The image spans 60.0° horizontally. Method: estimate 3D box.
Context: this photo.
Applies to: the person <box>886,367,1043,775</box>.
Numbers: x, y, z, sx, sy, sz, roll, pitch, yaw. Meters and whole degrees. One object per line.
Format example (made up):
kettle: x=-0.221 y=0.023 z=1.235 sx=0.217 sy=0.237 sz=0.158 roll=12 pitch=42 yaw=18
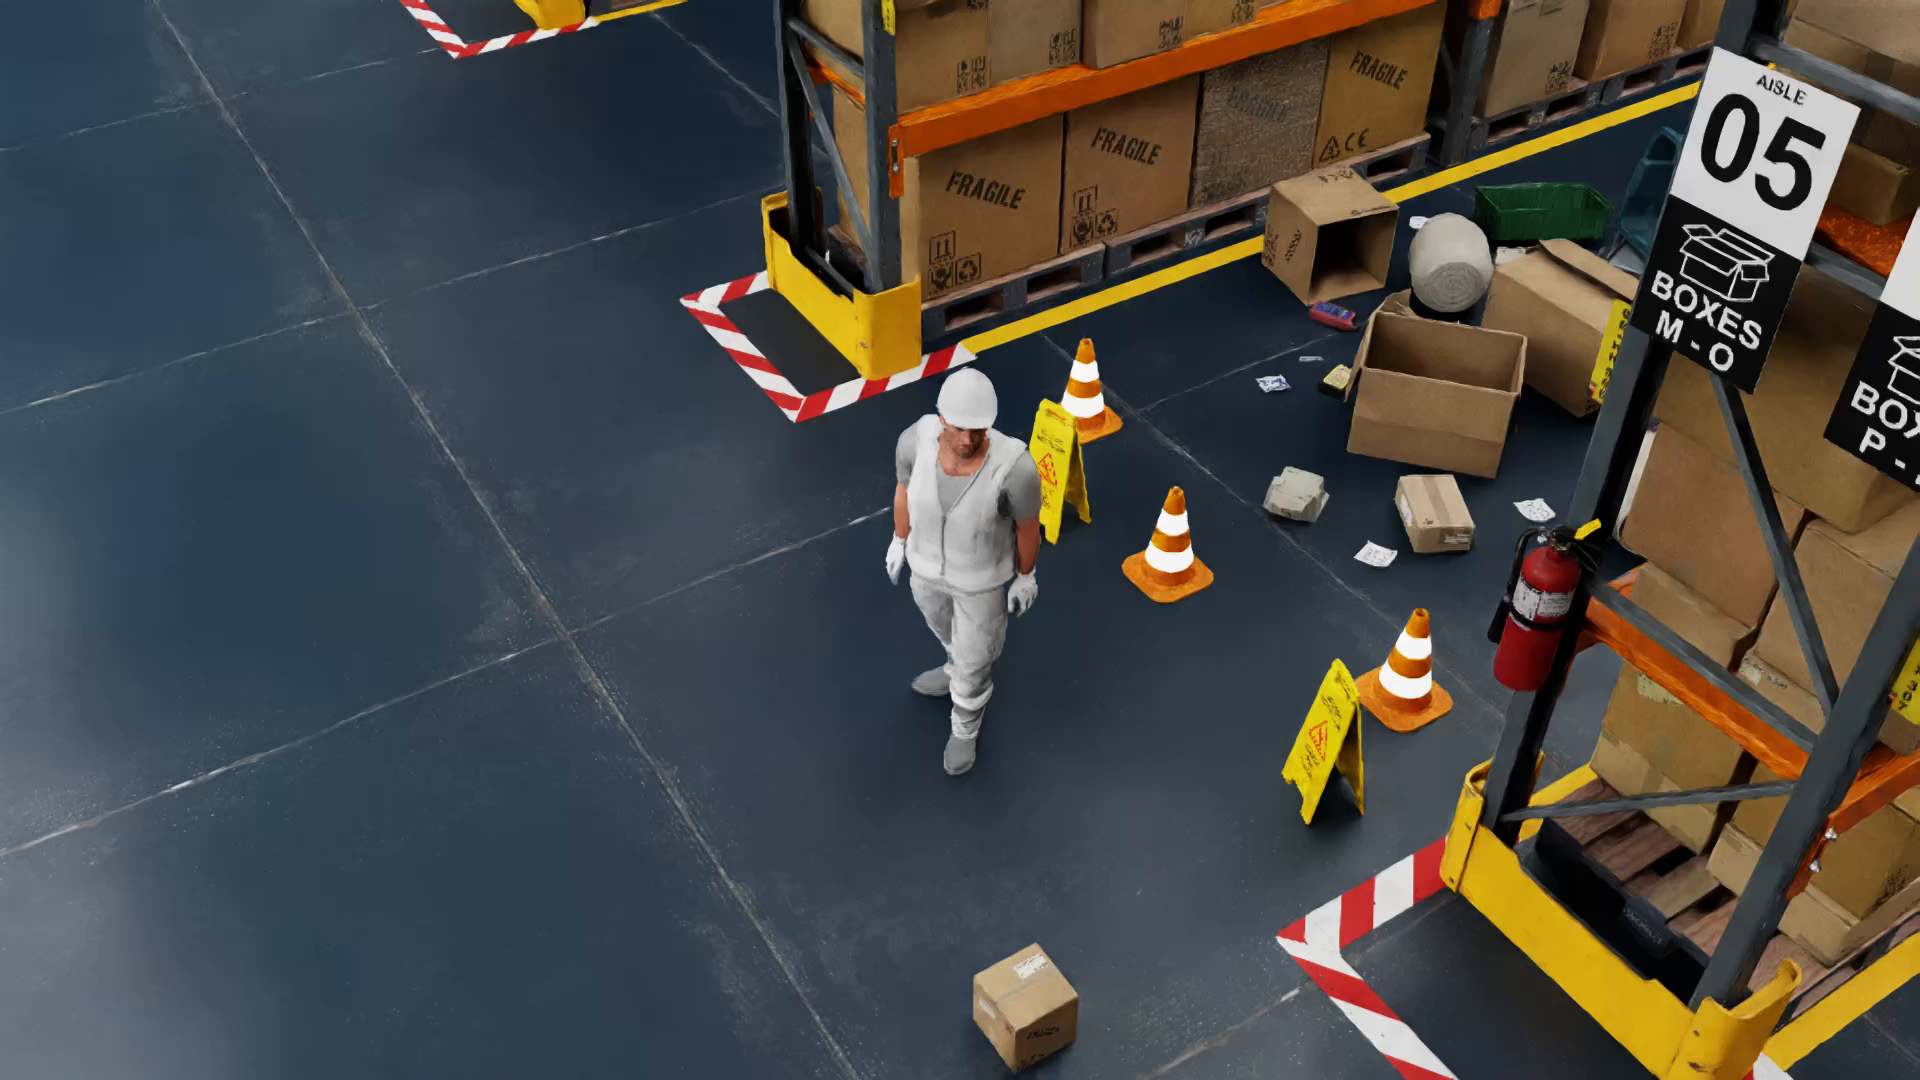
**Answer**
person: x=0.018 y=0.062 z=6.071 sx=0.580 sy=1.777 sz=0.562 roll=17 pitch=43 yaw=19
